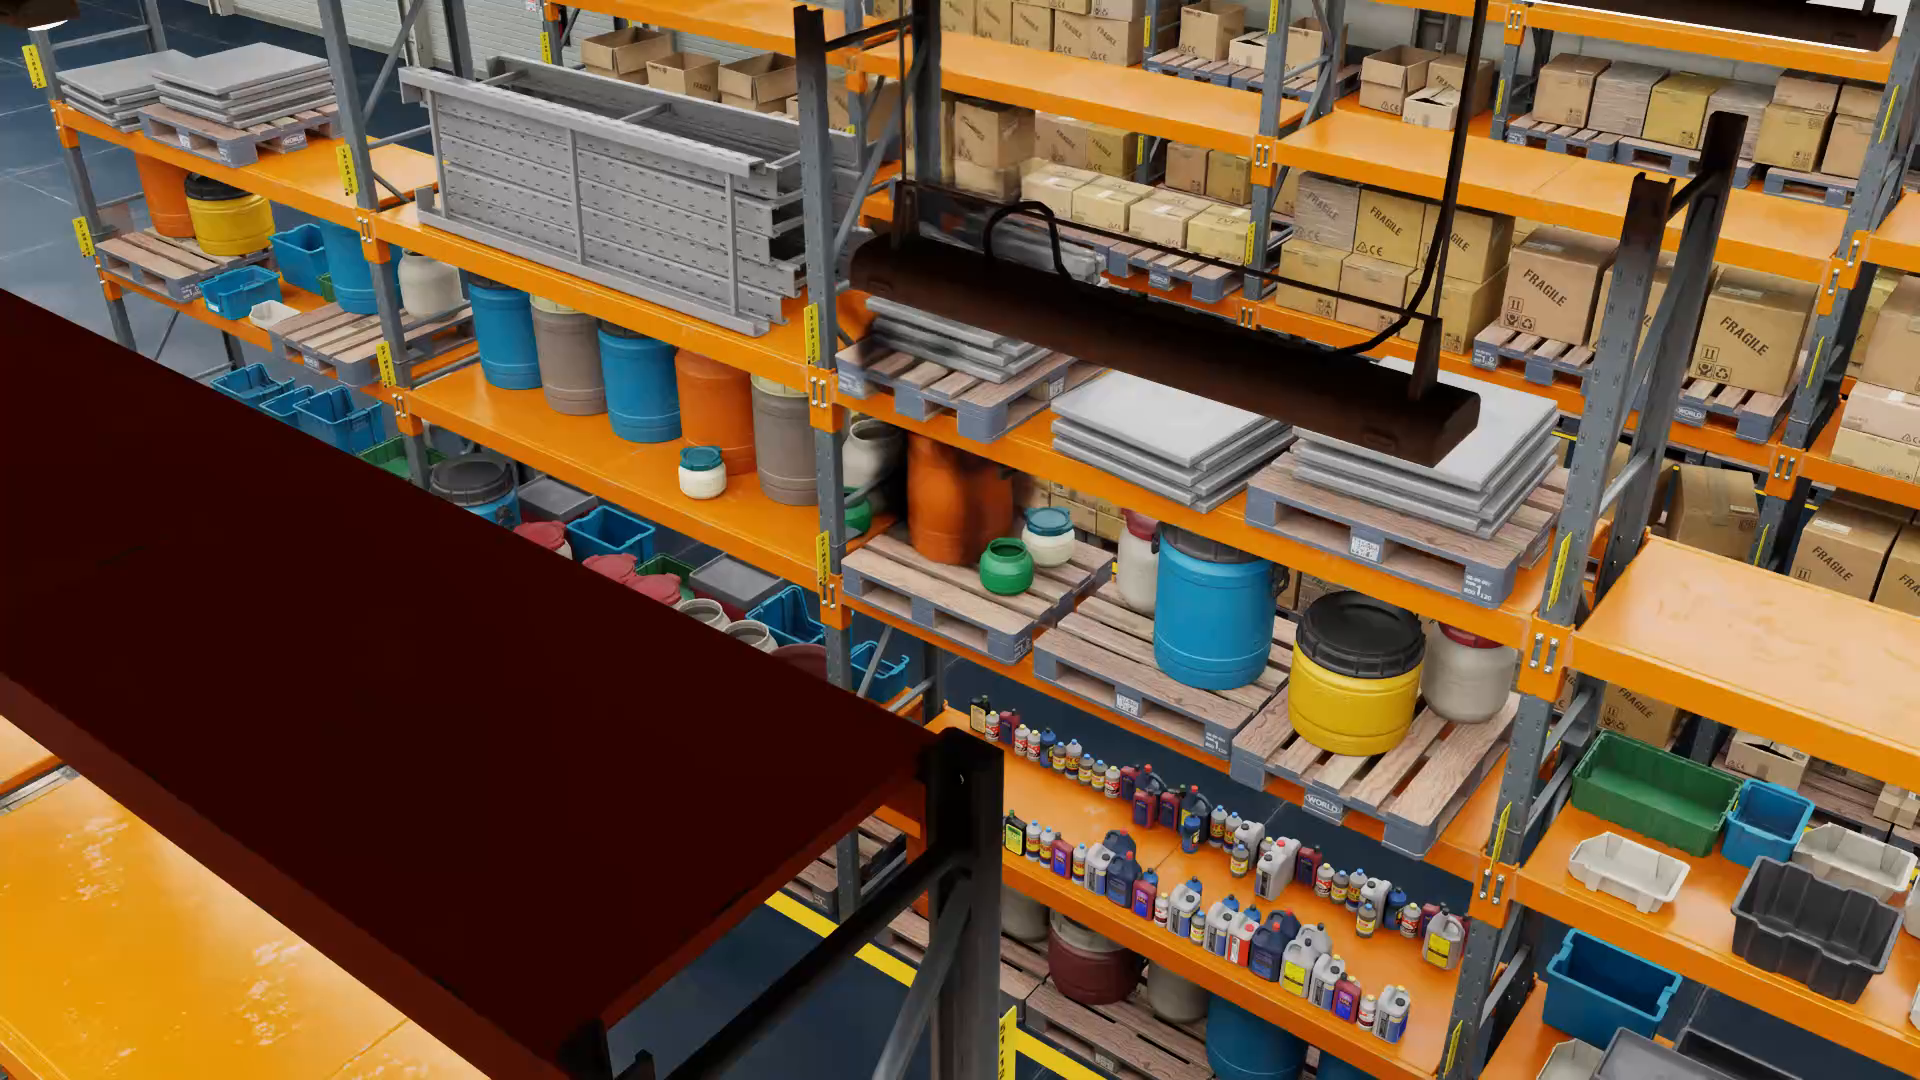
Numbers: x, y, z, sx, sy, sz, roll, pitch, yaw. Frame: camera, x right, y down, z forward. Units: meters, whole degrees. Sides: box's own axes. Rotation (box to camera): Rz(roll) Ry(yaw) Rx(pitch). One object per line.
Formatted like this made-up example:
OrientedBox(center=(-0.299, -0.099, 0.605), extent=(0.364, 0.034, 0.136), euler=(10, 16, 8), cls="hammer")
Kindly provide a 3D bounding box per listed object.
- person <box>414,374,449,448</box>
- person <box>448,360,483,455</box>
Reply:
OrientedBox(center=(-4.963, -1.120, 15.456), extent=(0.855, 1.683, 0.590), euler=(21, 37, 31), cls="person")
OrientedBox(center=(-4.796, -1.368, 16.048), extent=(0.593, 1.557, 0.585), euler=(12, 33, 19), cls="person")
